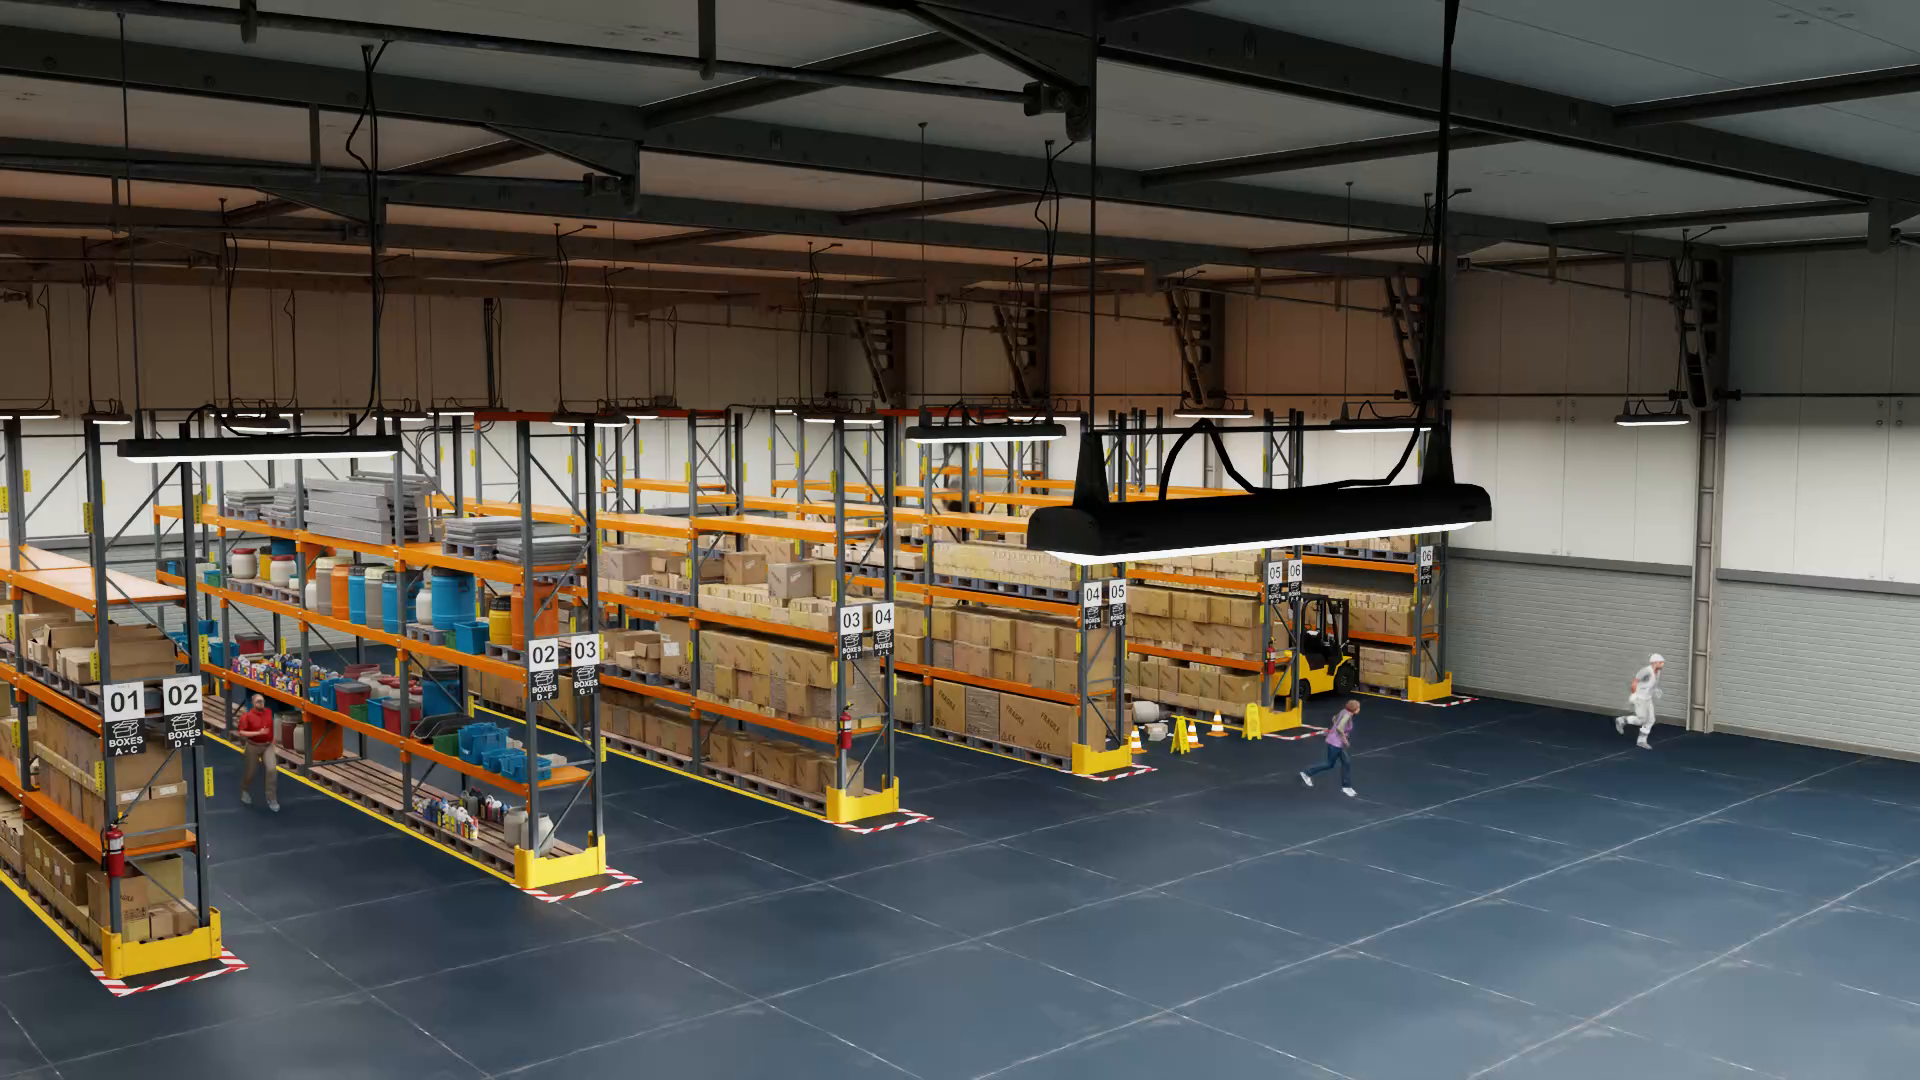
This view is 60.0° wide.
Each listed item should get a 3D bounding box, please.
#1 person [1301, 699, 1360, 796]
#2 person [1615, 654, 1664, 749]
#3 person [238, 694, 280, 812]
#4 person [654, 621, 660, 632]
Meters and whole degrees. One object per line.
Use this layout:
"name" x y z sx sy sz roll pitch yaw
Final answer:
"person" 5.858 3.277 26.326 0.903 1.549 0.562 1 5 6
"person" 12.237 2.872 29.912 0.860 1.718 0.655 4 7 41
"person" -10.746 3.223 25.437 0.915 1.768 0.641 4 7 41
"person" -7.622 1.786 42.244 0.583 1.747 0.774 4 6 39
